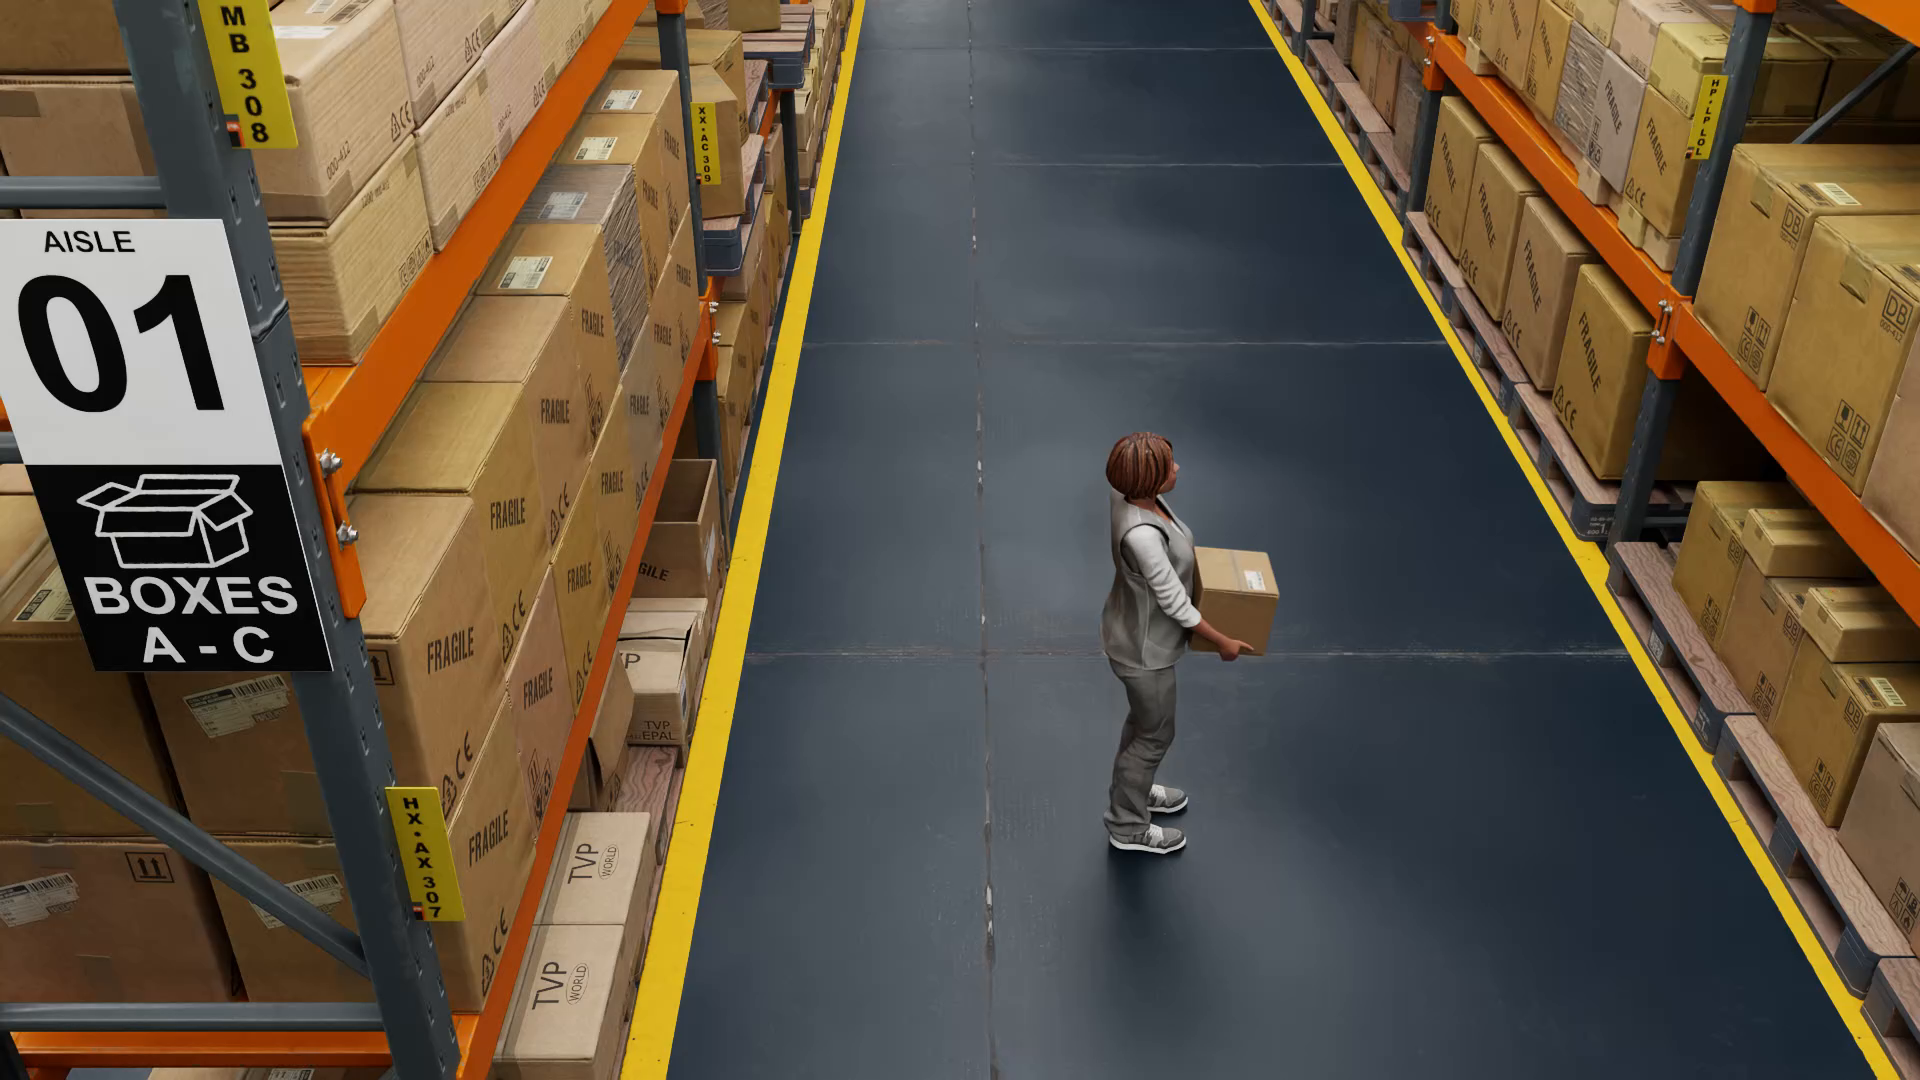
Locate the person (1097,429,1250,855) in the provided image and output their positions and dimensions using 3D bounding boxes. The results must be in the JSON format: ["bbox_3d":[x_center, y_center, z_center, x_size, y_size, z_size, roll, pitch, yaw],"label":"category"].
[{"bbox_3d":[0.706,0.344,5.589,0.485,1.599,0.431,0,32,0],"label":"person"}]
